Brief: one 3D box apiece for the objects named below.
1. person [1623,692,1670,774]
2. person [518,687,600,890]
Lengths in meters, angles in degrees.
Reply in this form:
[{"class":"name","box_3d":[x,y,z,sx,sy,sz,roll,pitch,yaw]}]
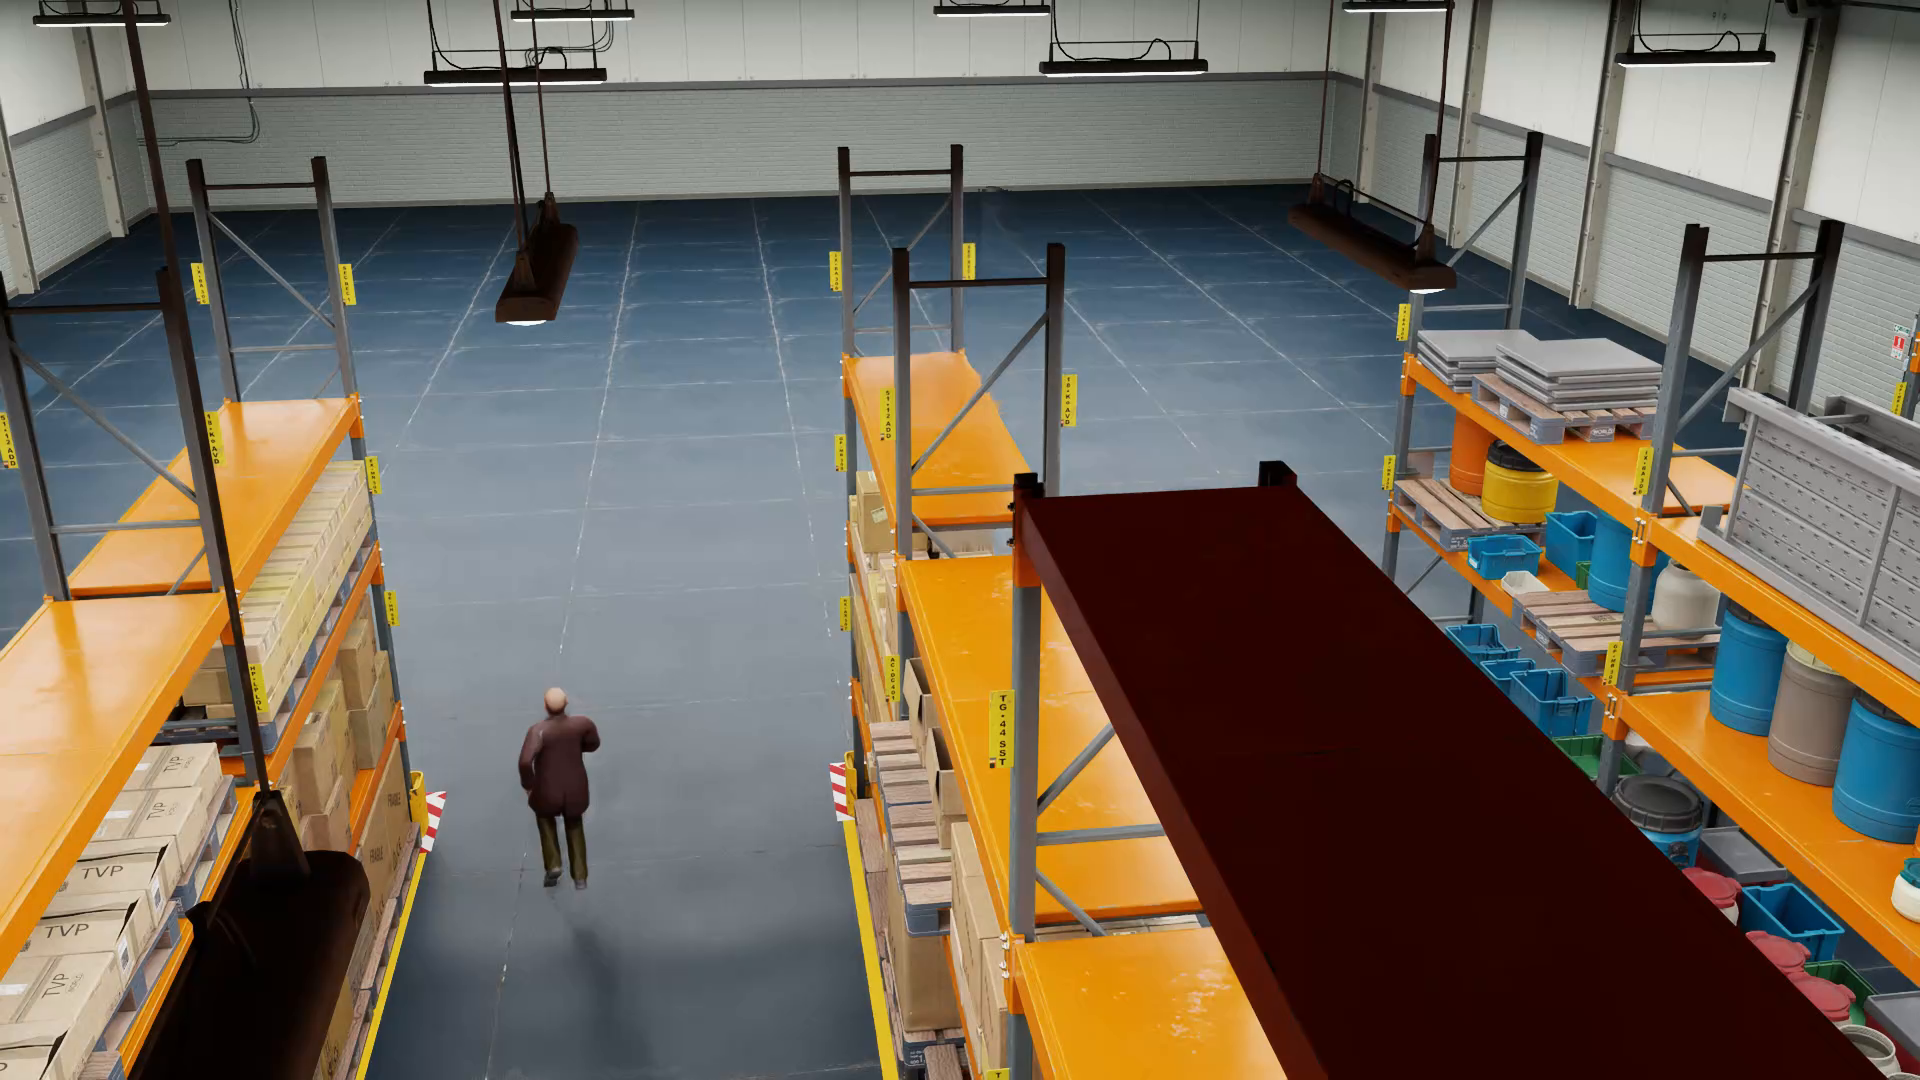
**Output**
[{"class":"person","box_3d":[6.087,1.809,14.862,0.560,1.665,0.578,-5,22,-13]},{"class":"person","box_3d":[-3.264,2.044,13.596,0.720,1.869,0.738,-10,24,-24]}]
